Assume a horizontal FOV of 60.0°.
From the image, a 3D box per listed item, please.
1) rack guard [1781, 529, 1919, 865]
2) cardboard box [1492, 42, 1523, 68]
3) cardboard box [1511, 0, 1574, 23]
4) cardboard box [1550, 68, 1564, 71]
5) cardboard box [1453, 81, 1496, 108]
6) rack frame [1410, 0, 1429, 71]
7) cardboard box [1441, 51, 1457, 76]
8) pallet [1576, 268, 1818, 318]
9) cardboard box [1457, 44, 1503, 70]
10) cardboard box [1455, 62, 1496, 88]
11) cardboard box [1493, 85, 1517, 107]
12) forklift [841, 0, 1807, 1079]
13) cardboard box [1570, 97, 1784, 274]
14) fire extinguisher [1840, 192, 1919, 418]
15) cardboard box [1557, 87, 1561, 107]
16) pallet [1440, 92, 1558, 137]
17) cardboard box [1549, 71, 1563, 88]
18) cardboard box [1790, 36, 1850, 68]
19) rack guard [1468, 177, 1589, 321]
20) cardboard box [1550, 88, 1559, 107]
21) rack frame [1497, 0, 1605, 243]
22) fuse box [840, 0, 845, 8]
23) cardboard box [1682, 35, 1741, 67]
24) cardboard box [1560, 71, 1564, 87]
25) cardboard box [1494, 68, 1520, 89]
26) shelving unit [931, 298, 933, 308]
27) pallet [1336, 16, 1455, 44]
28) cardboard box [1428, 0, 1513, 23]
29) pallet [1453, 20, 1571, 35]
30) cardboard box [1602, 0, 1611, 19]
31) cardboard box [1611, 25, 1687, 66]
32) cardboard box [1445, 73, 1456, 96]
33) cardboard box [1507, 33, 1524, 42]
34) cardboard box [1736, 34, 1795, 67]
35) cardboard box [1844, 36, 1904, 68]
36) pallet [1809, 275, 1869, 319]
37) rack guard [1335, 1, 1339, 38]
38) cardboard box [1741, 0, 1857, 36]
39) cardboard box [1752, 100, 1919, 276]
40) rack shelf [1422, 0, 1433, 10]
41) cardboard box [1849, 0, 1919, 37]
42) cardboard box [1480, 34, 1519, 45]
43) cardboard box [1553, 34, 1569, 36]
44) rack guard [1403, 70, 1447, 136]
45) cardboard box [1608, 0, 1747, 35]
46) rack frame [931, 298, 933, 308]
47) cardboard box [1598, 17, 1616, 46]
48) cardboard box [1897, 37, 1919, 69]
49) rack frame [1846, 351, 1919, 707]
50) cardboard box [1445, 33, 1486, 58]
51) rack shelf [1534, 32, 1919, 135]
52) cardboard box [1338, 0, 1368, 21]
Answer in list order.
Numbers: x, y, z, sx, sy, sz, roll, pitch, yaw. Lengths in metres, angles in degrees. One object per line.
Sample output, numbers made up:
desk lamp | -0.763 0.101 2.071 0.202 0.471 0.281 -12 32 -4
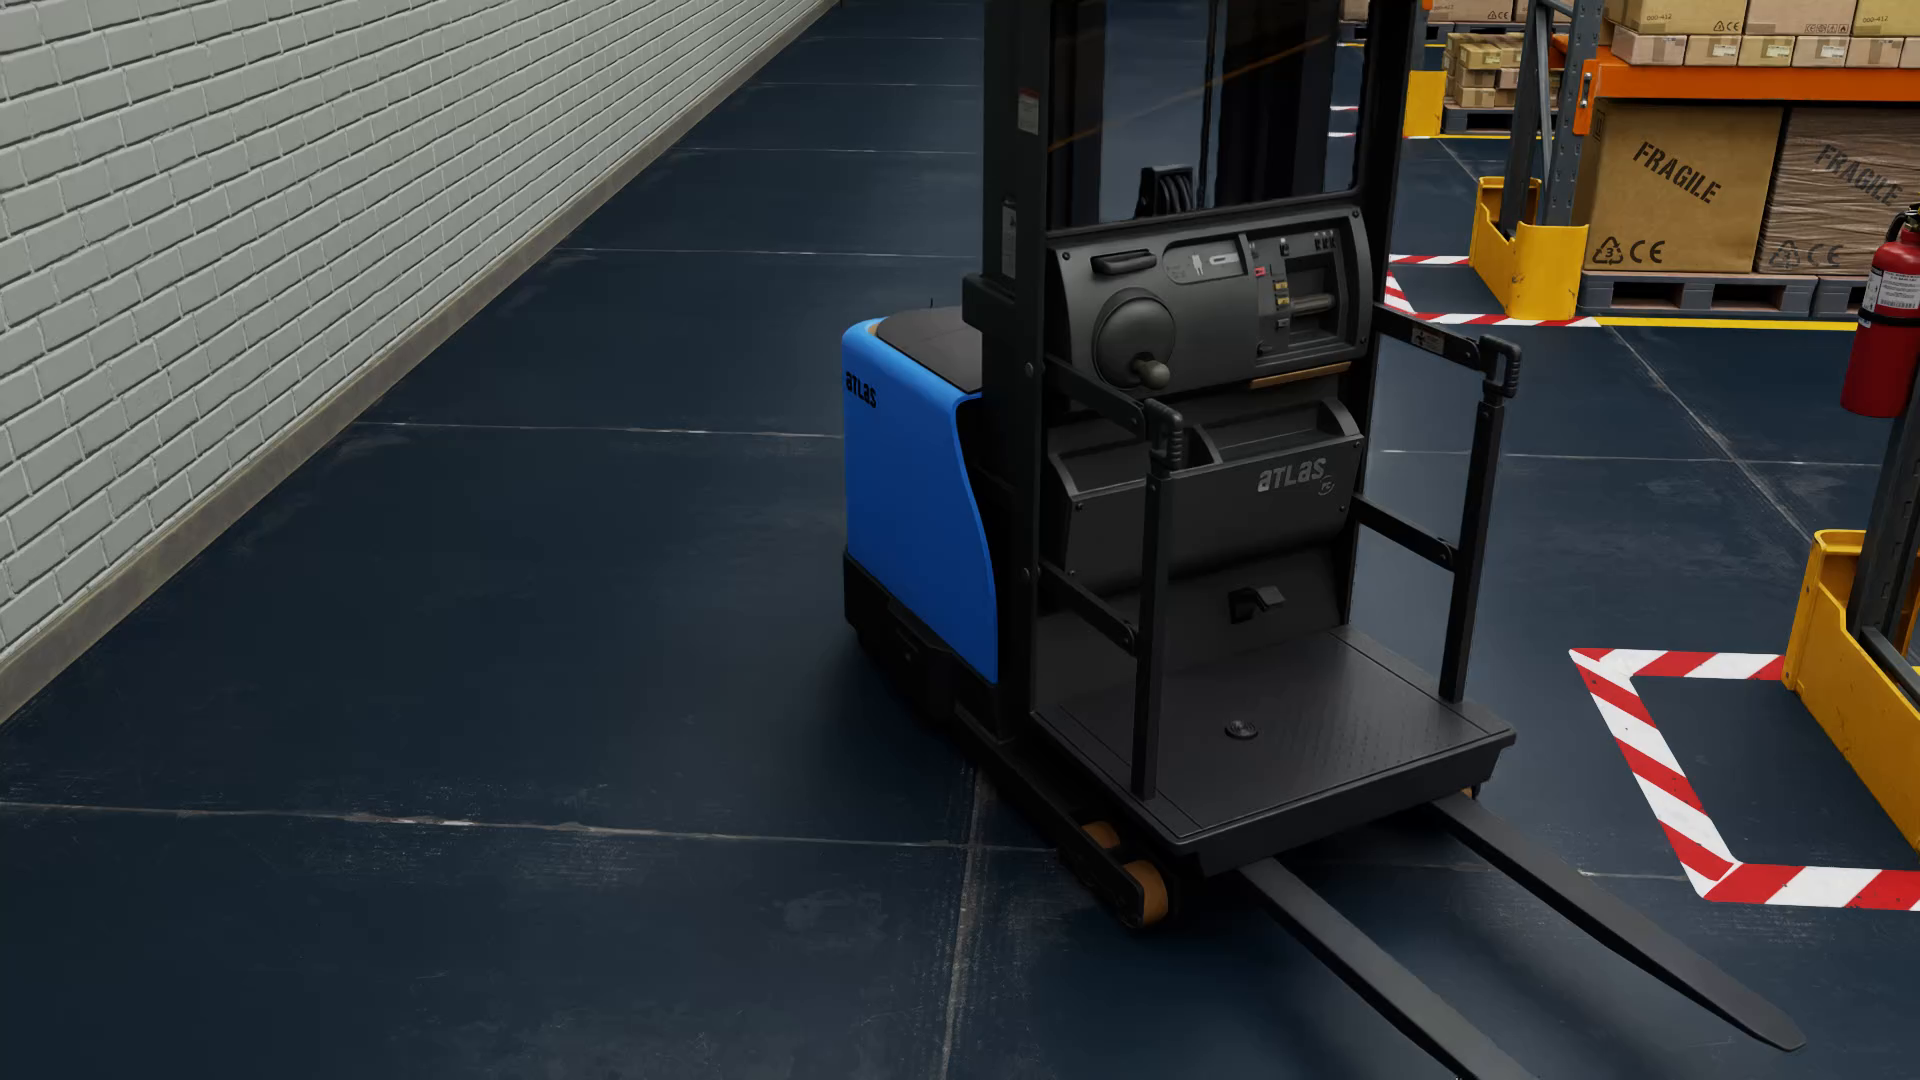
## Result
rack guard | 2.740 0.442 4.691 0.348 0.500 1.175 2 25 4
cardboard box | 4.405 -3.875 13.280 0.250 0.149 0.380 2 25 5
cardboard box | 6.381 -5.885 18.013 0.875 0.438 0.875 1 25 2
cardboard box | 4.647 -3.814 13.146 0.250 0.149 0.380 2 25 4
cardboard box | 4.123 -3.572 13.332 0.250 0.149 0.380 2 25 5
rack frame | 3.625 -4.826 13.150 0.127 3.000 1.000 2 25 4
cardboard box | 4.173 -3.959 13.818 0.250 0.149 0.380 1 25 3
pallet | 3.947 -1.502 9.263 1.213 0.211 1.003 2 25 4
cardboard box | 4.121 -3.834 13.190 0.250 0.149 0.380 1 25 2
cardboard box | 4.127 -3.733 13.327 0.250 0.149 0.380 3 25 6
cardboard box | 4.390 -3.598 13.388 0.250 0.149 0.380 2 25 4
forklift | 0.755 -0.580 4.004 1.130 2.935 3.031 -13 28 -25
cardboard box | 3.788 -2.001 9.049 0.875 0.875 0.875 2 25 4
fire extinguisher | 2.649 -0.688 4.695 0.183 0.674 0.296 2 25 4
cardboard box | 4.884 -3.539 13.260 0.250 0.149 0.380 2 25 5
pallet | 4.508 -3.516 13.639 1.213 0.211 1.003 2 25 4
cardboard box | 4.647 -3.730 13.320 0.250 0.149 0.380 2 25 5
cardboard box | 4.244 -2.476 8.342 0.250 0.149 0.380 1 25 3
rack guard | 3.120 -1.627 9.189 0.348 0.500 1.175 2 25 4
cardboard box | 4.638 -3.592 13.377 0.250 0.149 0.380 2 25 5
rack frame | 3.144 -2.762 8.665 0.127 3.000 1.000 2 25 4
fuse box | -1.415 -7.349 20.174 0.414 1.711 0.539 2 25 4
cardboard box | 3.729 -2.492 8.377 0.250 0.149 0.380 1 25 3
cardboard box | 4.894 -3.677 13.204 0.250 0.149 0.380 3 25 6
cardboard box | 4.396 -3.701 13.257 0.250 0.149 0.380 2 25 4
shelving unit | -0.008 -0.409 6.062 0.210 0.900 0.258 2 25 4
pallet | 4.706 -5.633 18.239 1.213 0.211 1.003 2 25 4
cardboard box | 5.482 -5.914 18.077 0.875 0.438 0.875 2 25 5
pallet | 5.919 -5.593 18.152 1.213 0.211 1.003 2 25 4
cardboard box | 3.648 -2.924 8.840 0.500 0.250 0.500 1 25 3
cardboard box | 3.473 -2.499 8.394 0.250 0.149 0.380 2 25 5
cardboard box | 4.165 -3.792 13.811 0.250 0.149 0.380 2 25 5
cardboard box | 4.686 -4.094 13.754 0.250 0.149 0.380 1 25 3
cardboard box | 3.984 -2.484 8.360 0.250 0.149 0.380 1 25 3
cardboard box | 4.498 -2.467 8.324 0.250 0.149 0.380 1 25 3
pallet | 5.161 -1.462 9.176 1.213 0.211 1.003 2 25 4
rack guard | 3.879 -5.758 18.165 0.348 0.500 1.175 2 25 4
cardboard box | 4.121 -2.687 8.326 0.500 0.250 0.500 2 25 3
cardboard box | 4.696 -1.972 8.986 0.875 0.875 0.875 2 25 4
rack shelf | 5.619 -4.435 13.161 4.000 0.370 1.077 2 25 4
cardboard box | 4.622 -2.670 8.288 0.500 0.250 0.500 1 25 2
cardboard box | 4.418 -4.049 13.657 0.250 0.149 0.380 2 25 5
cardboard box | 4.939 -4.059 13.679 0.250 0.149 0.380 1 25 2
rack guard | 3.700 -3.688 13.667 0.348 0.500 1.175 2 25 4
cardboard box | 3.602 -2.701 8.356 0.500 0.250 0.500 1 25 3
rack frame | -0.109 -0.412 6.070 0.006 0.900 0.240 2 25 4
cardboard box | 3.524 -2.774 8.991 0.250 0.149 0.380 2 25 5
cardboard box | 4.755 -2.459 8.306 0.250 0.149 0.380 2 25 3
rack frame | 2.765 -0.698 4.178 0.127 3.000 1.000 2 25 4
cardboard box | 4.172 -4.081 13.727 0.250 0.149 0.380 2 25 5
rack shelf | 5.138 -2.371 8.676 4.000 0.370 1.077 2 25 4
cardboard box | 4.569 -5.940 18.133 0.875 0.438 0.875 1 25 2
